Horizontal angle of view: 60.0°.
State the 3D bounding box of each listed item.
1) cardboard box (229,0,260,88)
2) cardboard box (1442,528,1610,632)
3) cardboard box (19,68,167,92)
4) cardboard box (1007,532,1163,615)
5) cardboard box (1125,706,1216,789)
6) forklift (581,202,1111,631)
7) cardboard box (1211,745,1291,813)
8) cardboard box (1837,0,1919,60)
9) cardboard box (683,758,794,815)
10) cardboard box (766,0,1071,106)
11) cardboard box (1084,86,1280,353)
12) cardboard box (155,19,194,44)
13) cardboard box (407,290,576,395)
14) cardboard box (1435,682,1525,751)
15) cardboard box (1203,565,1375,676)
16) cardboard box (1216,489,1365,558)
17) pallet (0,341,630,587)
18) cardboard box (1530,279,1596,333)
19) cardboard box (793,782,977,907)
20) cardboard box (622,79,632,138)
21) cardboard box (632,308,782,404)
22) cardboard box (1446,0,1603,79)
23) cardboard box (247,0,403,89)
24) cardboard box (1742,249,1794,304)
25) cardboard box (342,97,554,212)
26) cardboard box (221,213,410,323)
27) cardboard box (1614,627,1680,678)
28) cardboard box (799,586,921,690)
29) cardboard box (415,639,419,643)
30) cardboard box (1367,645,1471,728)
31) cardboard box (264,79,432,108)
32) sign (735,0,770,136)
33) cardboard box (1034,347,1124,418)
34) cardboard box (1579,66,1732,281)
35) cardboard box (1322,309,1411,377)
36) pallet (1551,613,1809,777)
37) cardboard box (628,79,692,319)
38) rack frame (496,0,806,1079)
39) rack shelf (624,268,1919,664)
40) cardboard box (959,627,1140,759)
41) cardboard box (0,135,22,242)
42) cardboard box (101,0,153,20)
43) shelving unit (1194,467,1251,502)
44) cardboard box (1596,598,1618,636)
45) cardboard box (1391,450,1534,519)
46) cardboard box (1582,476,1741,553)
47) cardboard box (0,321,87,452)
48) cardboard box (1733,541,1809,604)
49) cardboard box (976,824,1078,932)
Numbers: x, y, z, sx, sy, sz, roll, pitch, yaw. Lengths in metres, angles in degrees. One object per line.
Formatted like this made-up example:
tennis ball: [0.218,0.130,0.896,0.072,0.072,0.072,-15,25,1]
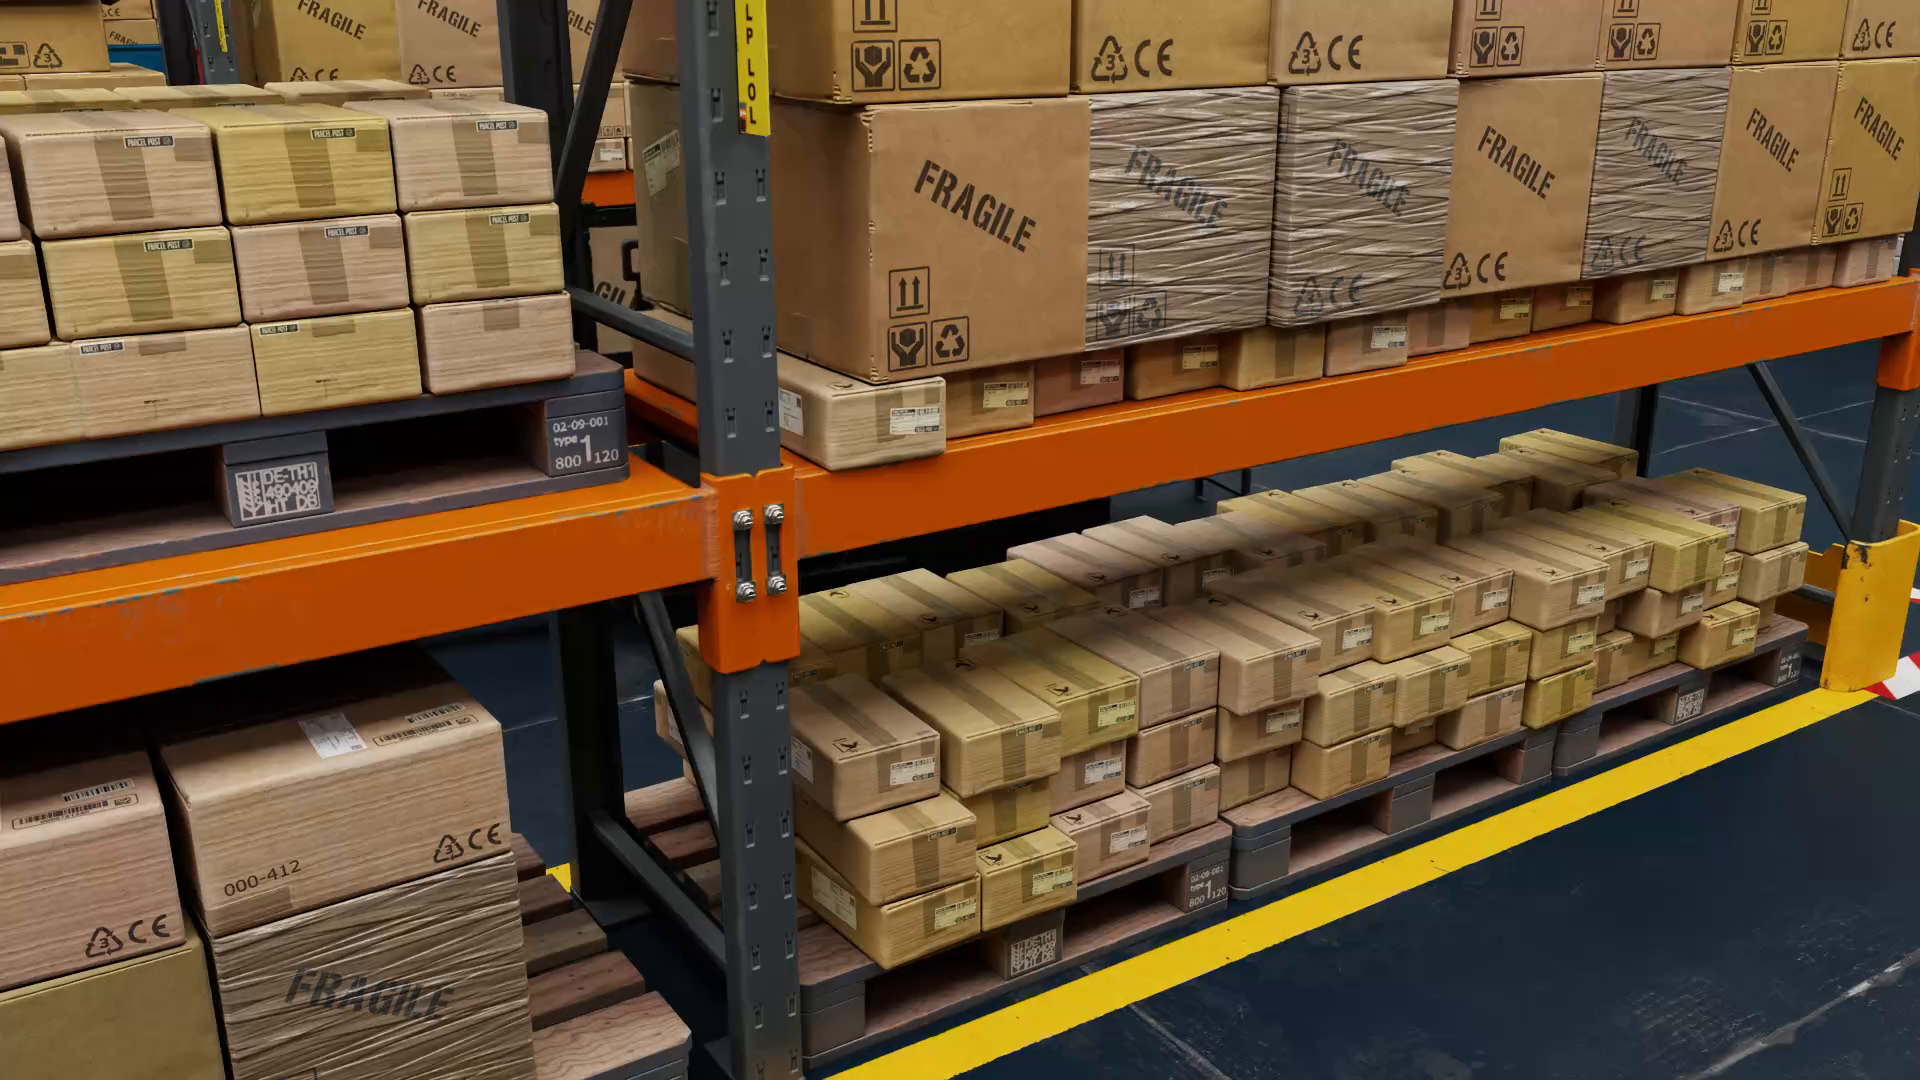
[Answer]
cardboard box: [-3.052,-2.343,7.591,0.500,0.500,0.500,-11,22,-30]
cardboard box: [1.560,0.105,4.619,0.250,0.149,0.380,-11,22,-29]
cardboard box: [-3.529,-1.657,6.808,0.500,0.500,0.500,-12,22,-31]
cardboard box: [0.339,0.118,4.580,0.250,0.149,0.380,-13,23,-34]
cardboard box: [0.406,0.443,4.081,0.250,0.149,0.380,-13,23,-34]
forklift: [-0.984,-1.247,5.857,3.031,2.935,1.130,-8,20,-22]
cardboard box: [0.627,0.533,4.280,0.250,0.149,0.380,-13,23,-34]
cardboard box: [2.450,-1.640,4.732,0.500,0.500,0.500,-12,22,-32]
cardboard box: [-0.505,0.570,4.170,0.250,0.149,0.380,-12,22,-31]
cardboard box: [-0.134,-1.097,3.125,0.500,0.500,0.500,-11,22,-30]
cardboard box: [0.316,-0.718,3.565,0.500,0.500,0.500,-12,22,-31]
cardboard box: [-7.313,-4.659,15.685,0.500,0.500,0.500,-12,22,-32]
cardboard box: [-0.868,-0.378,2.916,0.250,0.149,0.380,-12,22,-33]
cardboard box: [1.327,0.422,4.609,0.250,0.149,0.380,-11,22,-30]
cardboard box: [0.848,0.208,4.313,0.250,0.149,0.380,-13,23,-34]
cardboard box: [0.983,-0.017,4.979,0.250,0.149,0.380,-12,22,-31]
pallet: [-1.364,-0.234,3.054,1.213,0.211,1.003,-12,22,-31]
cardboard box: [1.454,-0.670,4.436,0.250,0.149,0.380,-13,23,-34]
cardboard box: [-0.166,0.611,3.584,0.250,0.149,0.380,-11,21,-29]
cardboard box: [-1.488,-2.112,8.078,0.500,0.250,0.500,-12,22,-31]
cardboard box: [-0.535,-0.415,3.681,0.250,0.149,0.380,-12,22,-32]
cardboard box: [1.158,-1.363,3.912,0.500,0.500,0.500,-13,23,-33]
cardboard box: [-2.748,-2.207,7.187,0.500,0.500,0.500,-12,22,-31]
cardboard box: [2.149,-0.792,4.795,0.250,0.149,0.380,-12,22,-32]
cardboard box: [-0.873,-0.660,2.821,0.250,0.149,0.380,-11,21,-29]
cardboard box: [-1.088,-0.472,2.730,0.250,0.149,0.380,-12,22,-31]
cardboard box: [1.943,0.270,5.057,0.250,0.149,0.380,-12,22,-32]
cardboard box: [-0.300,0.261,4.157,0.250,0.149,0.380,-12,22,-31]
cardboard box: [-1.408,0.268,3.344,0.500,0.250,0.500,-13,23,-34]
cardboard box: [1.114,0.337,4.395,0.250,0.149,0.380,-12,22,-31]
cardboard box: [-1.227,-0.836,3.343,0.250,0.149,0.380,-11,21,-29]
sign: [-0.337,-0.822,2.684,0.005,0.325,0.100,-12,22,-31]
cardboard box: [0.140,-0.391,3.609,0.250,0.149,0.380,-13,23,-34]
cardboard box: [1.611,-0.985,4.353,0.500,0.500,0.500,-12,22,-31]
cardboard box: [0.844,-0.509,3.960,0.250,0.149,0.380,-11,21,-29]
pallet: [1.934,0.342,5.402,1.213,0.211,1.003,-12,22,-31]
cardboard box: [-0.397,-0.770,3.719,0.500,0.500,0.500,-12,22,-31]
rack frame: [-0.645,-0.421,3.307,0.127,3.000,1.000,-12,22,-31]
rack shelf: [1.025,-0.433,4.464,4.000,0.370,1.077,-12,22,-31]
cardboard box: [0.203,0.353,3.884,0.250,0.149,0.380,-12,22,-32]
cardboard box: [-1.533,-0.521,2.410,0.250,0.149,0.380,-12,22,-32]
cardboard box: [-7.755,-5.036,15.239,0.500,0.500,0.500,-13,22,-33]
shelving unit: [0.782,-0.796,6.758,0.755,1.500,0.431,-8,20,-22]
cardboard box: [1.698,0.166,4.901,0.250,0.149,0.380,-12,22,-32]
cardboard box: [1.626,-0.164,5.412,0.250,0.149,0.380,-12,22,-32]
cardboard box: [2.151,-0.066,5.123,0.250,0.149,0.380,-11,22,-30]
cardboard box: [-1.503,-0.245,2.522,0.250,0.149,0.380,-13,23,-34]
cardboard box: [2.412,0.054,5.232,0.250,0.149,0.380,-13,22,-33]
cardboard box: [0.058,0.705,3.770,0.250,0.149,0.380,-11,22,-30]
